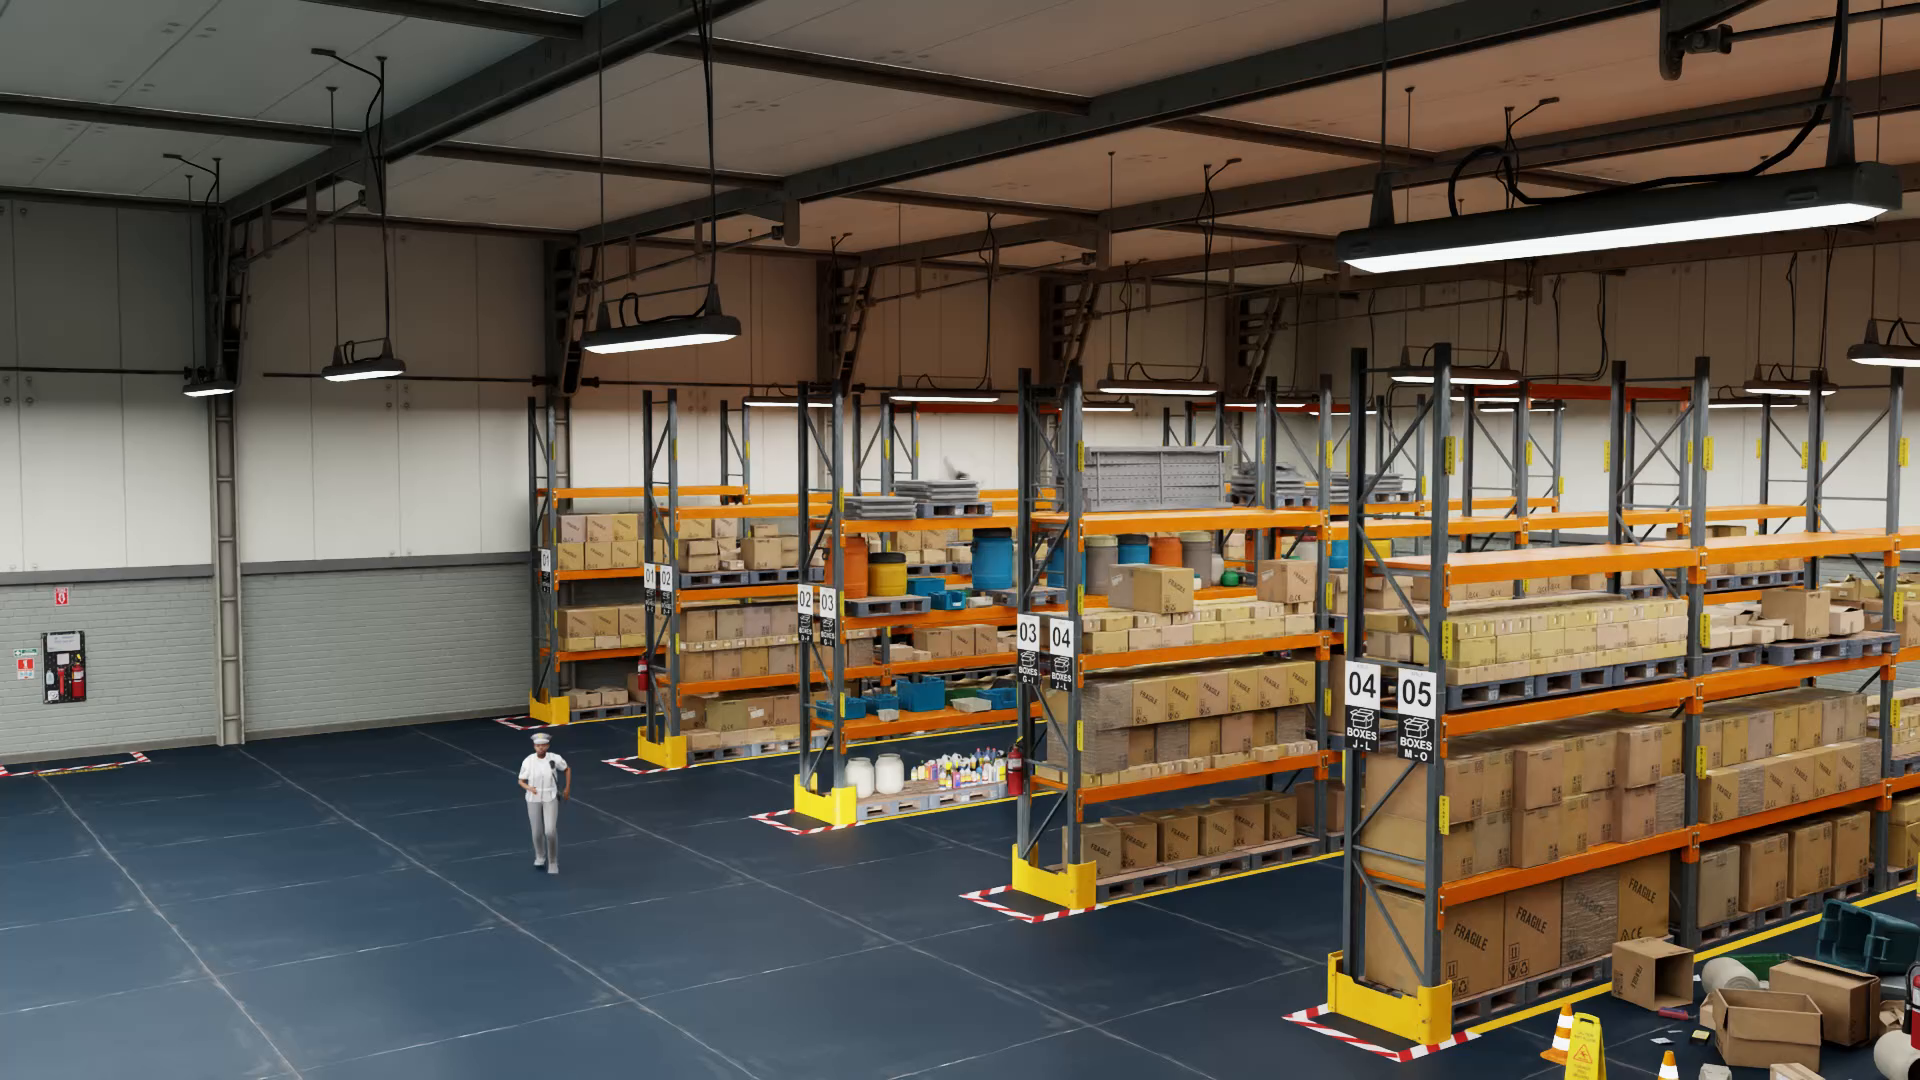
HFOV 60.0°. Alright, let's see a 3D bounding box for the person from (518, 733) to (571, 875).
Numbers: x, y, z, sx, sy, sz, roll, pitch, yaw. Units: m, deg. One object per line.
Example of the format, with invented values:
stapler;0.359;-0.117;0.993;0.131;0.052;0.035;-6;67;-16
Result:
person;-4.972;3.165;19.901;0.598;1.756;0.718;-1;3;-10
